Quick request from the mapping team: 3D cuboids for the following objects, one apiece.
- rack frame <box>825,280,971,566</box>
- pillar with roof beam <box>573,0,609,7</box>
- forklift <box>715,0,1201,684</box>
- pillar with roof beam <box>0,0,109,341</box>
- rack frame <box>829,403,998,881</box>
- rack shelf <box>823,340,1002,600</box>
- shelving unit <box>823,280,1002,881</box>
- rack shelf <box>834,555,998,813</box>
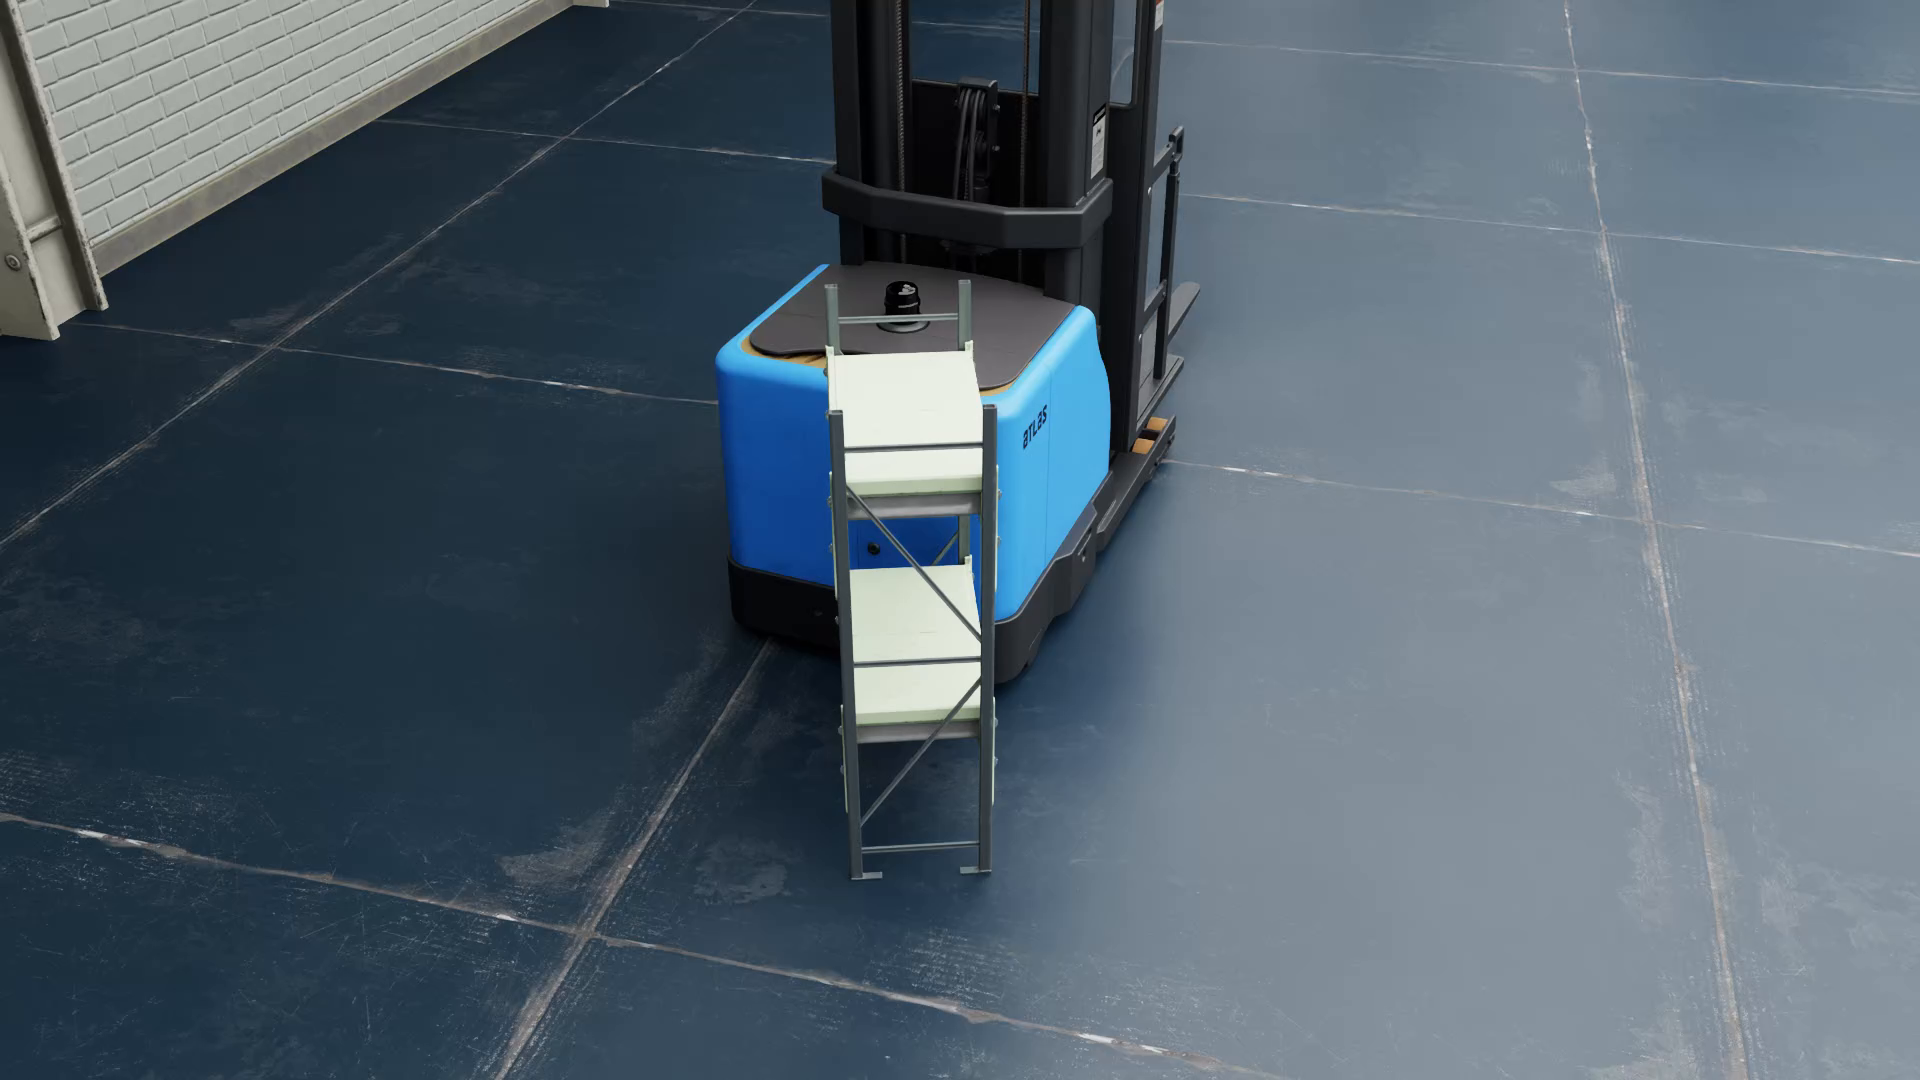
[{"bbox_3d":[-0.171,-0.070,4.961,0.400,1.500,0.023,-3,33,-4],"label":"rack frame"},{"bbox_3d":[1.384,-7.372,9.459,9.100,9.000,0.400,8,33,12],"label":"pillar with roof beam"},{"bbox_3d":[0.234,-1.550,5.955,1.130,2.935,3.031,12,34,18],"label":"forklift"},{"bbox_3d":[-0.138,-4.259,4.561,9.100,9.000,0.400,8,33,12],"label":"pillar with roof beam"},{"bbox_3d":[-0.111,0.322,4.346,0.400,1.500,0.023,-3,33,-4],"label":"rack frame"},{"bbox_3d":[-0.141,-0.203,4.444,0.431,0.370,0.720,-3,33,-4],"label":"rack shelf"},{"bbox_3d":[-0.141,0.126,4.654,0.431,1.500,0.755,-3,33,-4],"label":"shelving unit"},{"bbox_3d":[-0.141,0.401,4.828,0.431,0.370,0.720,-3,33,-4],"label":"rack shelf"}]
